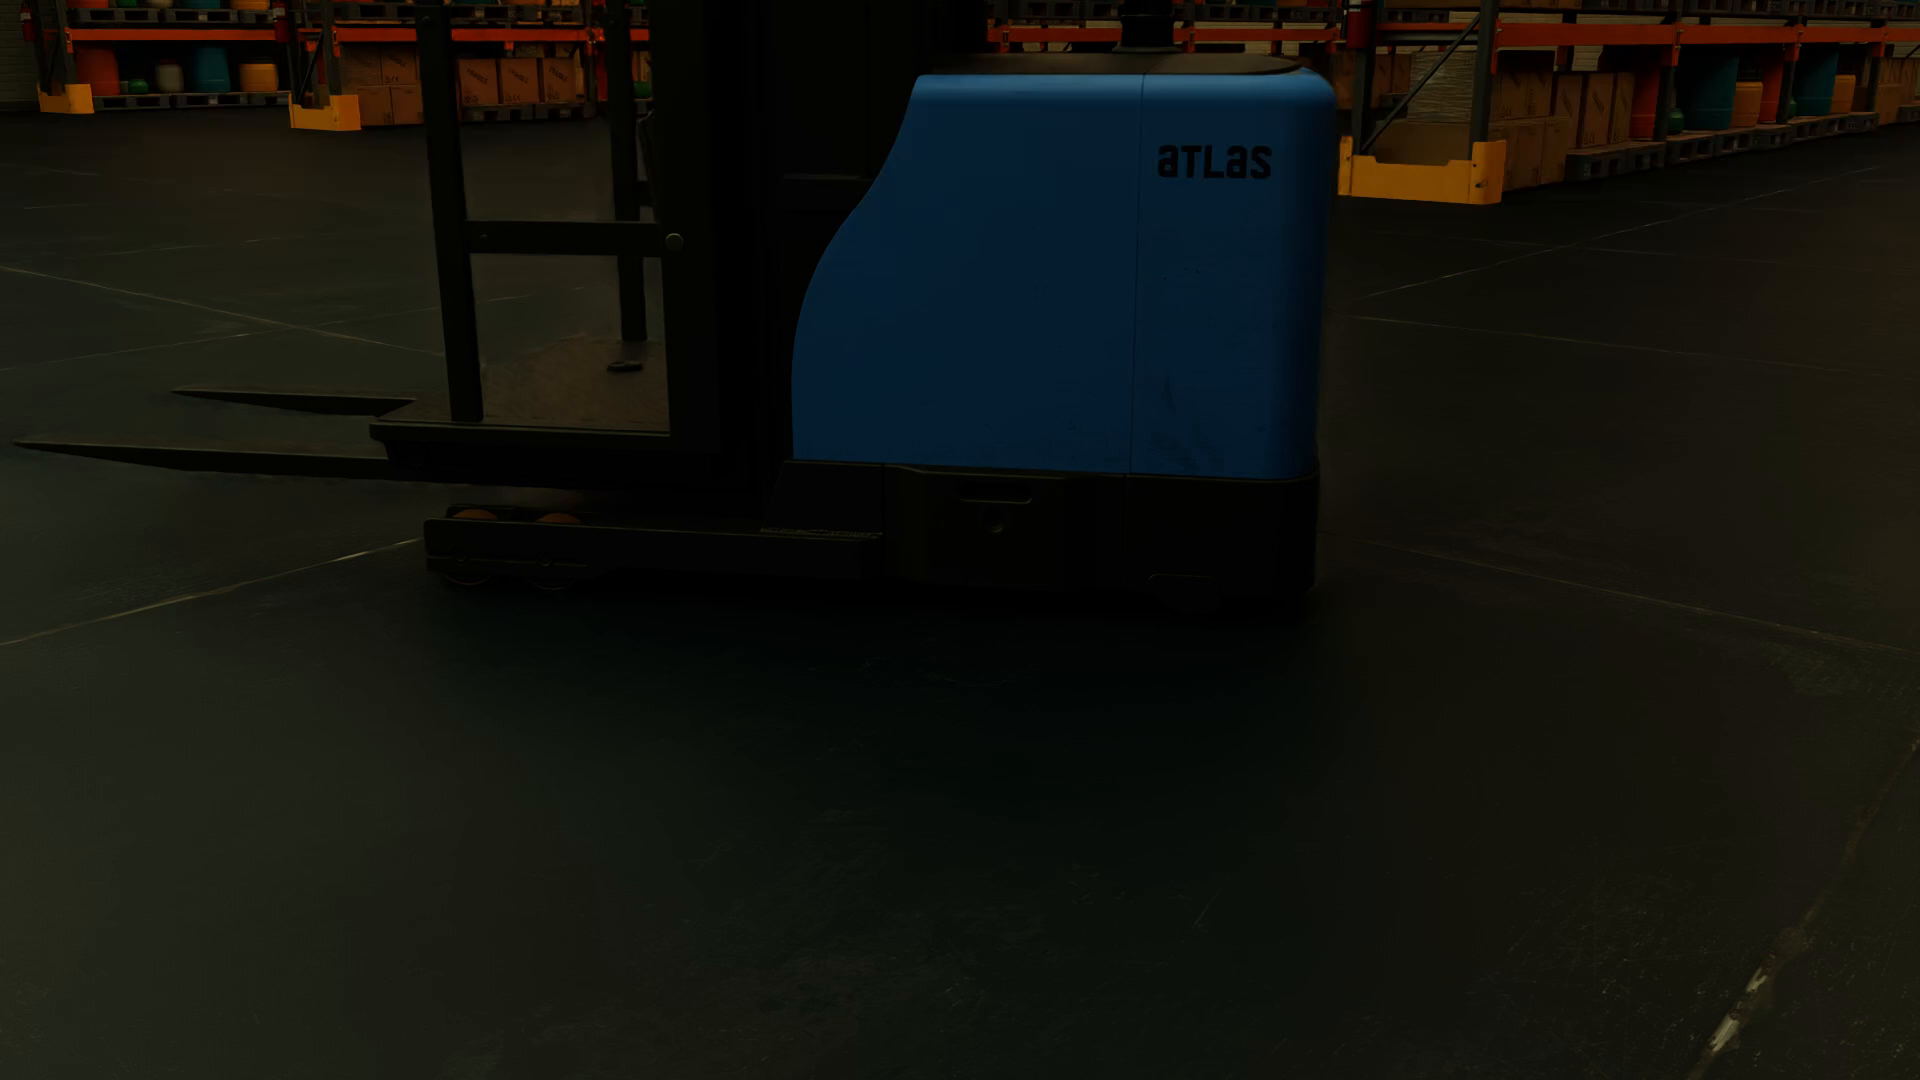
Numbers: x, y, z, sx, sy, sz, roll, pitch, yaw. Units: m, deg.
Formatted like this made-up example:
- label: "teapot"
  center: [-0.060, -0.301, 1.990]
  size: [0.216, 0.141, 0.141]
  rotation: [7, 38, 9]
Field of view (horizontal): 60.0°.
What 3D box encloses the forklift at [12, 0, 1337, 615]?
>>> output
- label: "forklift"
  center: [-0.699, -1.439, 3.637]
  size: [3.031, 2.935, 1.130]
  rotation: [3, 17, 10]
